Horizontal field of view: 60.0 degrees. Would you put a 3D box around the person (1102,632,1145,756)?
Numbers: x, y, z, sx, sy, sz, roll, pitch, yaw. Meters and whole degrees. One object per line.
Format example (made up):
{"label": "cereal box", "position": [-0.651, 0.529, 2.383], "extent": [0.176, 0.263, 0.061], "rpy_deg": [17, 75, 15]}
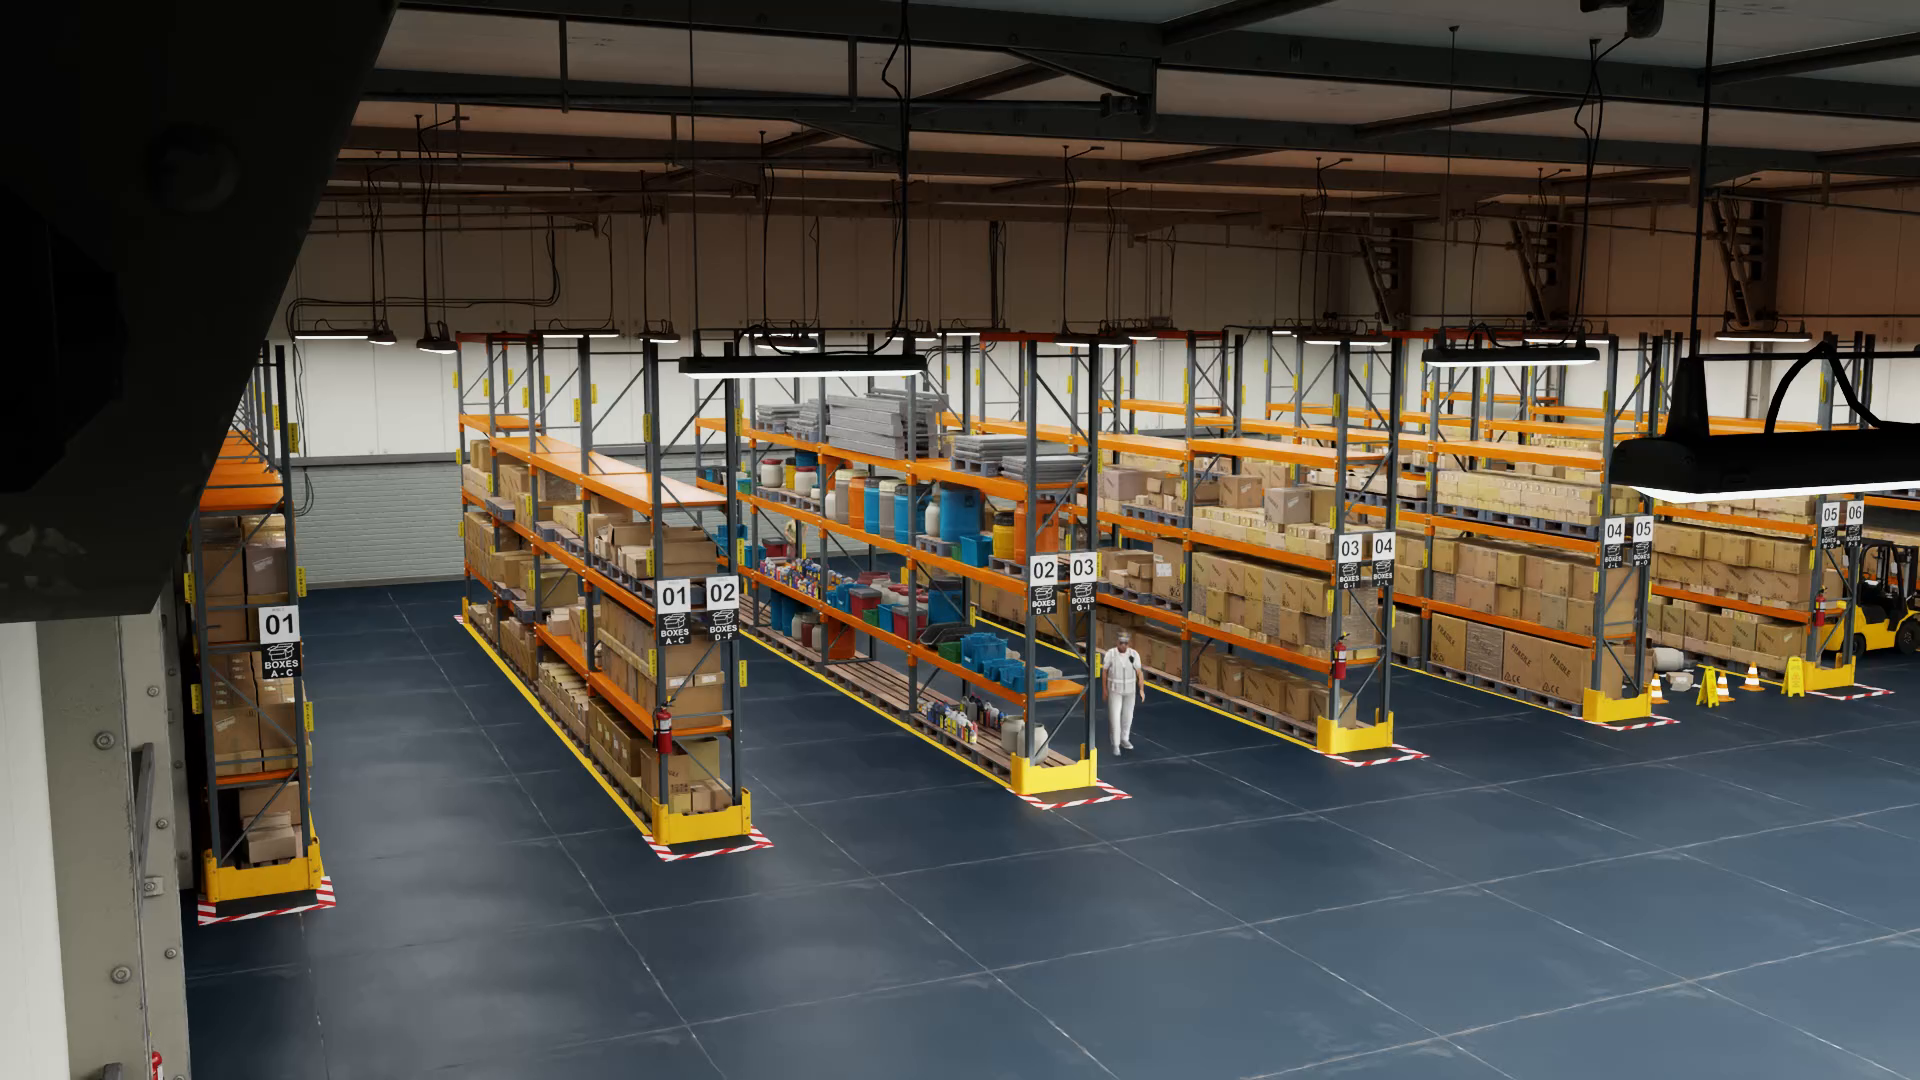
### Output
{"label": "person", "position": [2.376, 2.232, 24.221], "extent": [0.591, 1.824, 0.552], "rpy_deg": [-1, 8, -5]}

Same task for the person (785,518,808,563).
{"label": "person", "position": [-4.031, 0.038, 40.940], "extent": [0.608, 1.578, 0.682], "rpy_deg": [-2, 8, -15]}

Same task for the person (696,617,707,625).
{"label": "person", "position": [-4.672, 1.393, 30.227], "extent": [0.622, 1.697, 1.092], "rpy_deg": [-4, 9, -29]}
